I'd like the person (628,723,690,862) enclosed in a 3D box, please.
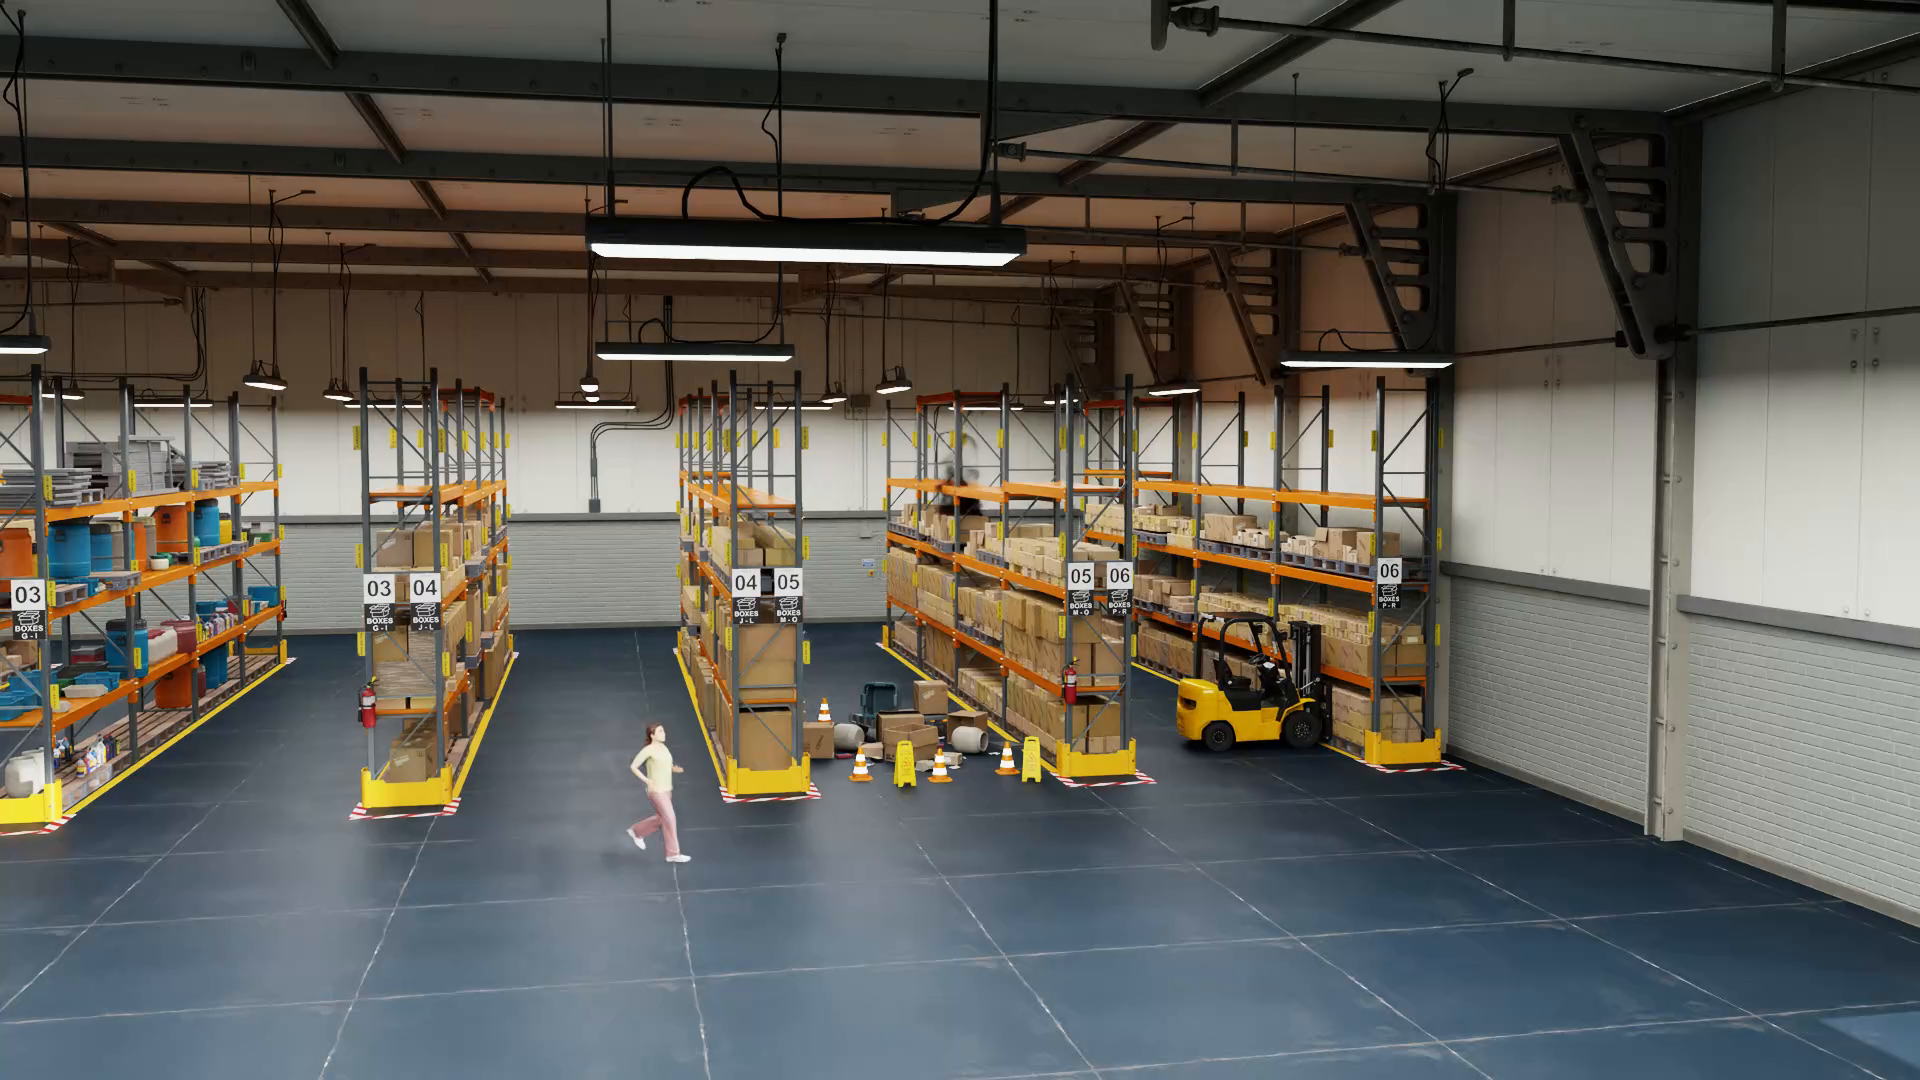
[{"bbox_3d":[-3.613,2.995,19.819,0.895,1.635,0.588,1,4,22],"label":"person"}]
